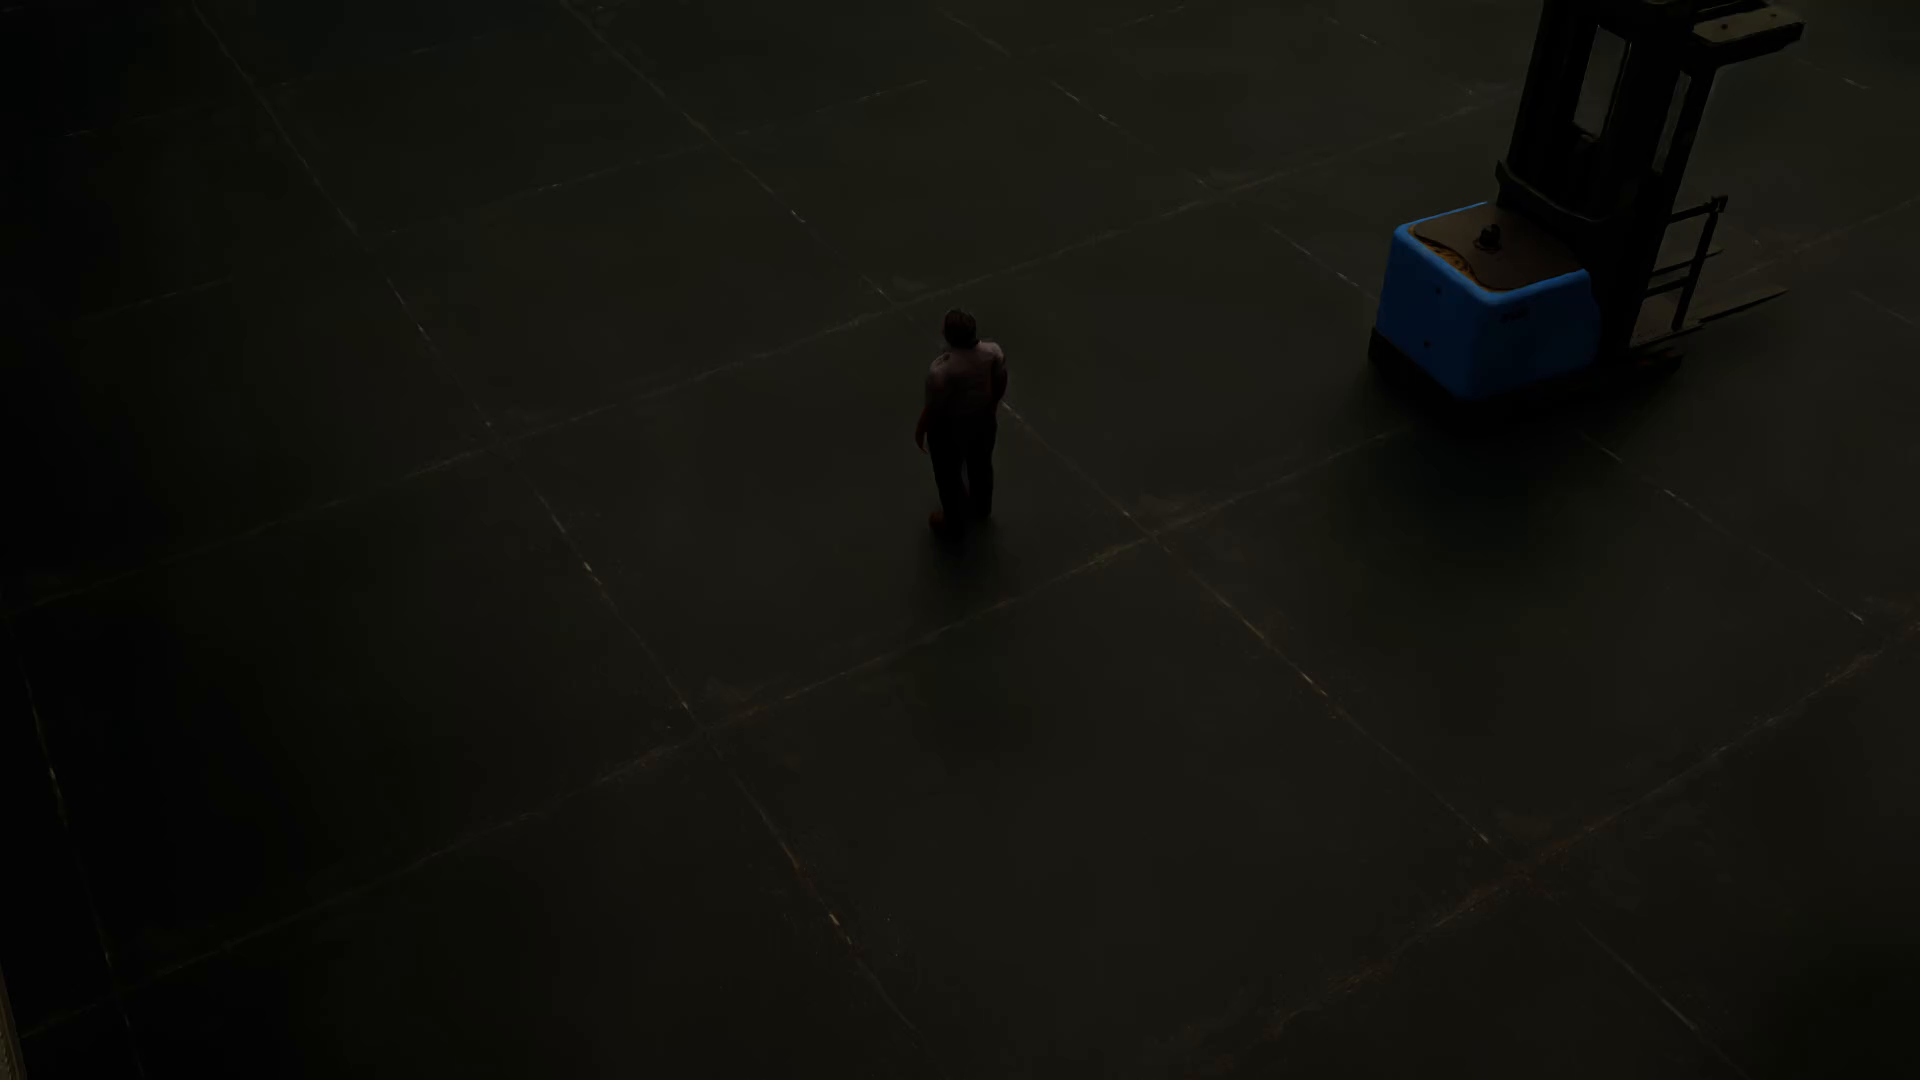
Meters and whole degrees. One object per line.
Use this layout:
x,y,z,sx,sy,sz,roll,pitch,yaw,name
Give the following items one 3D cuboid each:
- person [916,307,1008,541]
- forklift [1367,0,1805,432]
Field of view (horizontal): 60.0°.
-0.029,-0.713,9.592,0.599,1.650,0.503,-23,46,-24,person
4.359,-2.474,10.702,3.031,2.935,1.130,-18,44,-19,forklift
